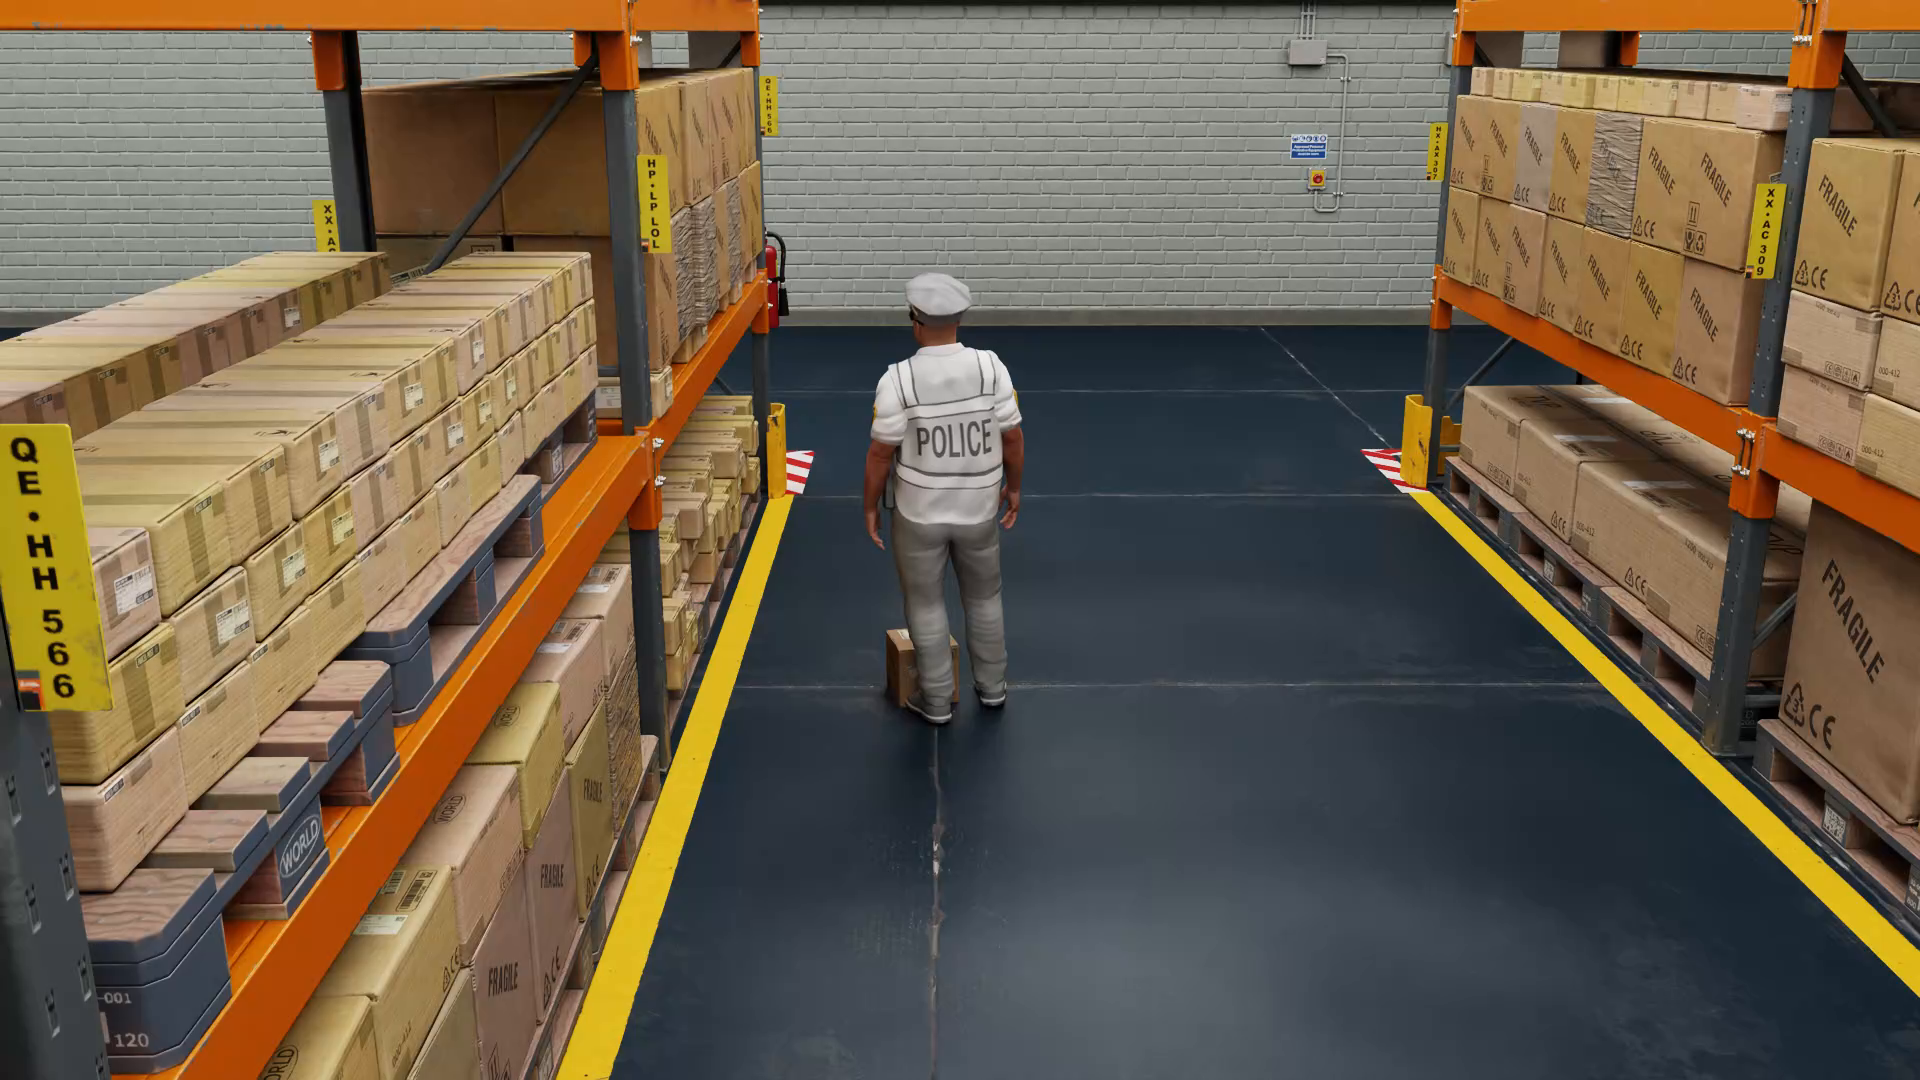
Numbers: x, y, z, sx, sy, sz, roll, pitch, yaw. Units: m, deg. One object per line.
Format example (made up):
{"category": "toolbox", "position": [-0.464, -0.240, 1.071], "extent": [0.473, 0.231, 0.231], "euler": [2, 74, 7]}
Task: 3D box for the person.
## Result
{"category": "person", "position": [-0.075, -0.159, 6.474], "extent": [0.642, 1.780, 0.573], "euler": [-4, 18, -14]}
